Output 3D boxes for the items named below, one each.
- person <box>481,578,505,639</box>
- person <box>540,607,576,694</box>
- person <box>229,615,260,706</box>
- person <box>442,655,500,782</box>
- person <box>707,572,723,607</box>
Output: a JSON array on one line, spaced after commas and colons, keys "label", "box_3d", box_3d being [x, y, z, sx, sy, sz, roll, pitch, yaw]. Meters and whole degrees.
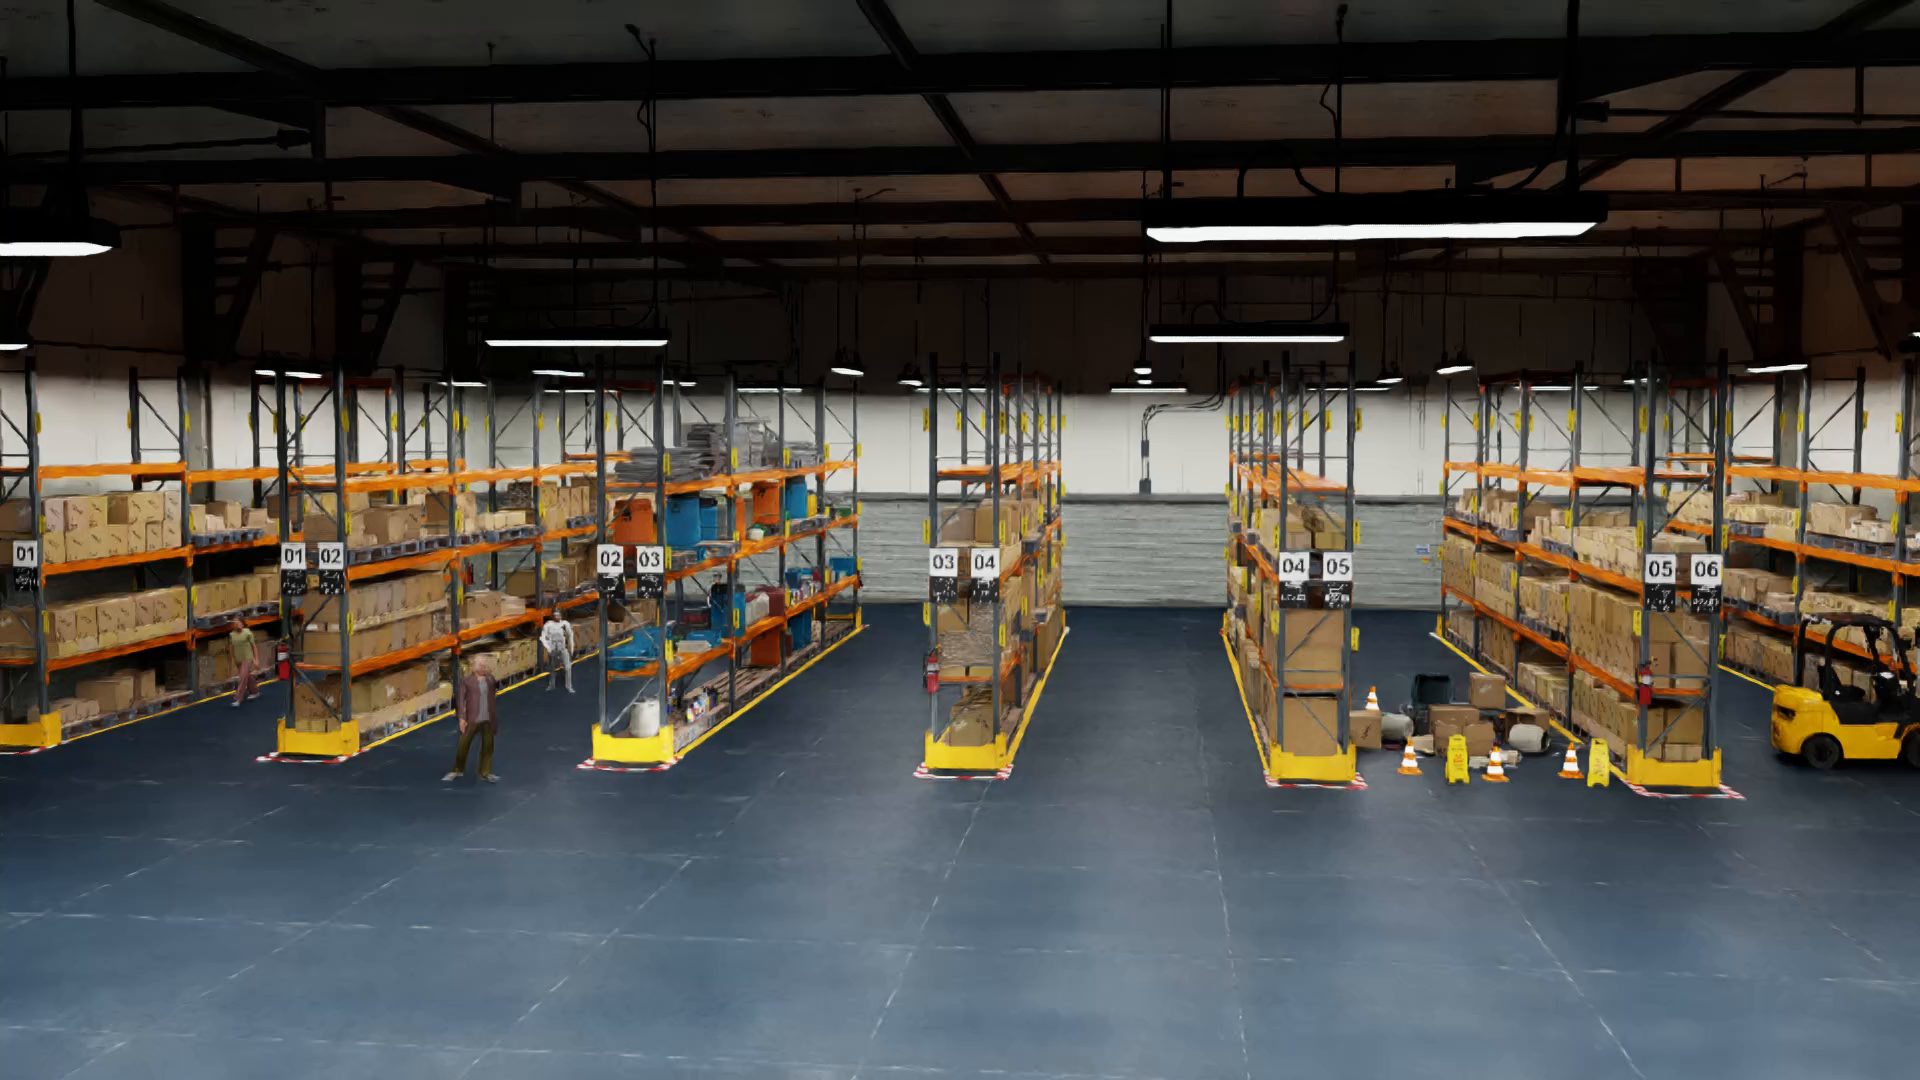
[{"label": "person", "box_3d": [-10.267, 1.608, 36.519, 0.445, 1.590, 1.081, 0, 4, 4]}, {"label": "person", "box_3d": [-7.419, 2.017, 30.740, 0.639, 1.610, 0.807, -1, 4, -10]}, {"label": "person", "box_3d": [-12.735, 2.108, 29.459, 0.448, 1.590, 1.110, 1, 4, 9]}, {"label": "person", "box_3d": [-6.813, 2.485, 23.129, 0.774, 1.775, 0.497, -3, 5, -35]}, {"label": "person", "box_3d": [-5.510, 1.514, 37.835, 0.495, 1.589, 1.086, 1, 4, 9]}]
